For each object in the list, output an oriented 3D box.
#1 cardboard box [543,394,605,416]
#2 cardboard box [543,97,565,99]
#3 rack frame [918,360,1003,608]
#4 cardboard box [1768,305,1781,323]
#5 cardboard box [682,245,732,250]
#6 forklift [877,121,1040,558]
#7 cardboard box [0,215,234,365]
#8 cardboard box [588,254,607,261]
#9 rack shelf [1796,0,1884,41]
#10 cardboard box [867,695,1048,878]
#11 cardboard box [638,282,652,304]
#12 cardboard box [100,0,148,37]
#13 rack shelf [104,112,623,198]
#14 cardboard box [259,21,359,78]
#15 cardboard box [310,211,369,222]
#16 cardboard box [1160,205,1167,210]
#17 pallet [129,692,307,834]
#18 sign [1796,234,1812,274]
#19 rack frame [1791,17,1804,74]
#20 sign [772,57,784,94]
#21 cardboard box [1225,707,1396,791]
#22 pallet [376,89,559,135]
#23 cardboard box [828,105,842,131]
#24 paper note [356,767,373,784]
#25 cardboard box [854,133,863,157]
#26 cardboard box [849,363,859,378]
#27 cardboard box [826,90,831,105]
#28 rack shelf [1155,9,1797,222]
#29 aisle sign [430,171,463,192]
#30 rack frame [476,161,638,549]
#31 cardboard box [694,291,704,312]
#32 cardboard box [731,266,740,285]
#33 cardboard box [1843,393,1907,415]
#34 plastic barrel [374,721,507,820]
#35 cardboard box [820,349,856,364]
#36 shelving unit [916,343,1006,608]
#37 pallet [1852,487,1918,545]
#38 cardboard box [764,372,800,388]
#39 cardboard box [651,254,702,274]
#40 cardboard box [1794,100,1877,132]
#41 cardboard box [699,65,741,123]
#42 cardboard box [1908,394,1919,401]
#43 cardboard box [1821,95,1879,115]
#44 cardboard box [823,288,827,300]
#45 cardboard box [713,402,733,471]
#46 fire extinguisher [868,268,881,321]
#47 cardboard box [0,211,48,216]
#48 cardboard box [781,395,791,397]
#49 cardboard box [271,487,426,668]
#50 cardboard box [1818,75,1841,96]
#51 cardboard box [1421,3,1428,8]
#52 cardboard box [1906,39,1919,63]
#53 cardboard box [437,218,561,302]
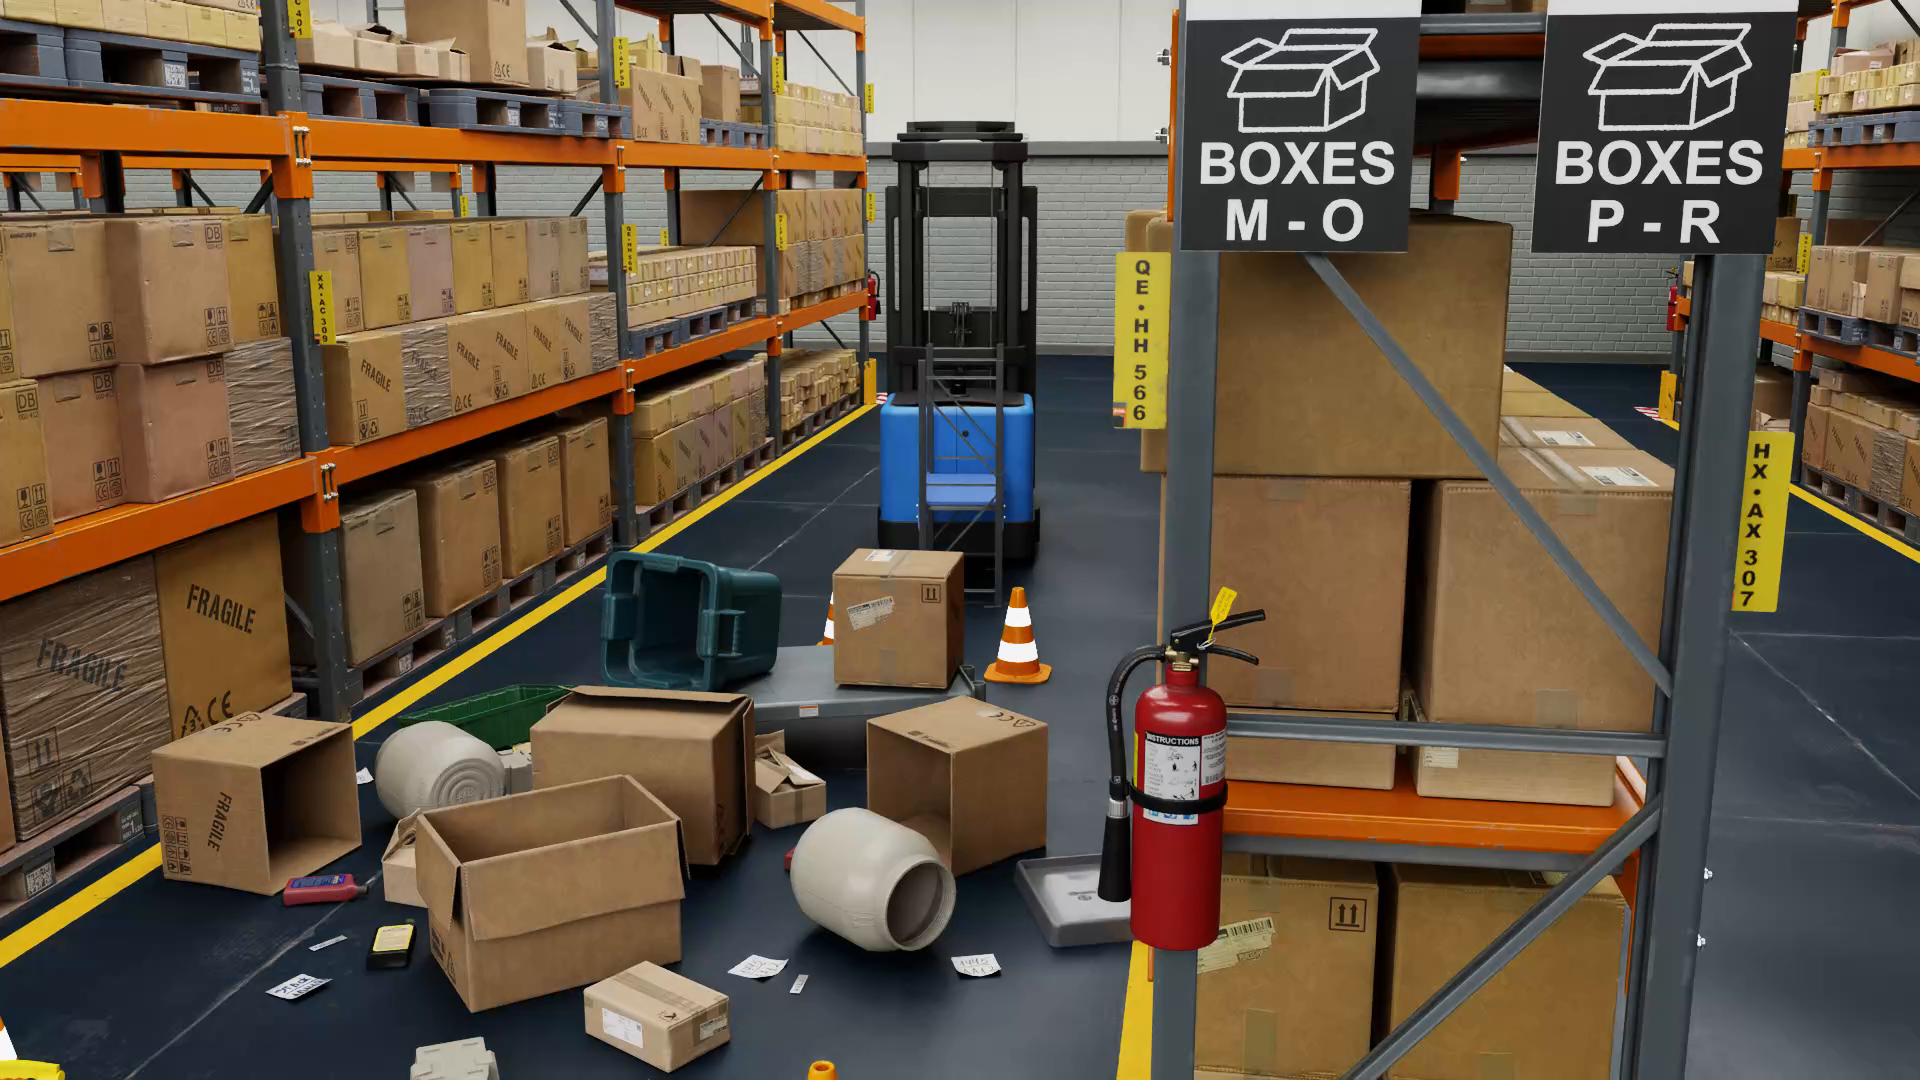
[{"bbox_3d":[-2.948,-0.931,12.351,0.500,0.250,0.500,2,12,7],"label":"cardboard box"},{"bbox_3d":[-2.958,-3.073,11.774,0.500,0.500,0.500,2,12,9],"label":"cardboard box"},{"bbox_3d":[0.005,-0.324,9.938,0.500,1.500,0.032,0,12,2],"label":"rack frame"},{"bbox_3d":[7.467,-2.025,14.868,0.380,0.149,0.250,2,12,10],"label":"cardboard box"},{"bbox_3d":[-2.384,-2.567,15.843,0.500,0.500,0.500,2,12,9],"label":"cardboard box"},{"bbox_3d":[0.016,-1.565,12.300,1.130,2.935,3.031,0,12,1],"label":"forklift"},{"bbox_3d":[-3.470,-1.005,6.618,0.875,0.550,0.550,2,12,9],"label":"cardboard box"},{"bbox_3d":[-2.971,-2.190,13.222,0.380,0.149,0.250,2,12,11],"label":"cardboard box"},{"bbox_3d":[7.940,-4.960,15.362,1.077,0.370,4.000,2,12,9],"label":"rack shelf"},{"bbox_3d":[-0.012,0.941,6.434,0.500,0.500,0.500,-10,16,-40],"label":"cardboard box"},{"bbox_3d":[-2.482,-1.809,12.161,0.380,0.149,0.250,2,12,11],"label":"cardboard box"},{"bbox_3d":[-3.266,-1.950,6.163,0.380,0.149,0.250,2,12,9],"label":"cardboard box"},{"bbox_3d":[-3.102,-2.129,9.339,1.077,0.370,4.000,2,12,9],"label":"rack shelf"},{"bbox_3d":[-3.437,-2.509,8.518,0.500,0.250,0.500,2,12,8],"label":"cardboard box"},{"bbox_3d":[-6.941,-3.413,18.580,0.500,0.500,0.500,2,12,7],"label":"cardboard box"},{"bbox_3d":[1.011,-0.848,5.490,0.700,0.500,0.500,2,12,7],"label":"cardboard box"},{"bbox_3d":[-3.604,0.921,7.219,1.003,0.211,1.213,2,12,9],"label":"pallet"},{"bbox_3d":[7.095,-2.403,13.969,0.100,0.325,0.005,2,12,9],"label":"sign"},{"bbox_3d":[8.248,-5.729,17.217,1.000,3.000,0.127,2,12,9],"label":"rack frame"},{"bbox_3d":[-1.630,-4.158,14.883,0.100,0.325,0.005,2,12,9],"label":"sign"},{"bbox_3d":[0.728,0.412,3.557,0.380,0.149,0.250,2,12,11],"label":"cardboard box"},{"bbox_3d":[-3.010,-2.436,9.505,1.003,0.211,1.213,2,12,11],"label":"pallet"},{"bbox_3d":[-1.542,-4.416,17.414,0.500,0.250,0.500,2,12,9],"label":"cardboard box"},{"bbox_3d":[-2.618,1.023,7.175,0.147,0.020,0.142,-7,14,-30],"label":"paper note"},{"bbox_3d":[-1.373,-4.386,18.459,0.500,0.250,0.500,2,12,7],"label":"cardboard box"},{"bbox_3d":[-1.363,-1.934,18.911,0.380,0.149,0.250,2,12,7],"label":"cardboard box"},{"bbox_3d":[-1.553,-4.584,17.246,0.380,0.149,0.250,2,12,10],"label":"cardboard box"},{"bbox_3d":[1.190,-1.157,4.829,1.077,0.370,4.000,2,12,9],"label":"rack shelf"},{"bbox_3d":[-6.142,-4.554,19.832,0.394,0.787,0.004,2,12,9],"label":"aisle sign"},{"bbox_3d":[-2.794,-1.431,11.511,1.000,3.000,0.127,2,12,9],"label":"rack frame"},{"bbox_3d":[-2.283,-1.930,13.427,0.380,0.149,0.250,1,12,7],"label":"cardboard box"},{"bbox_3d":[-2.126,-2.295,14.418,0.380,0.149,0.250,2,12,11],"label":"cardboard box"},{"bbox_3d":[7.320,-1.084,13.301,0.380,0.149,0.250,1,12,6],"label":"cardboard box"},{"bbox_3d":[-2.068,0.947,6.593,0.421,0.421,0.512,-10,16,-40],"label":"plastic barrel"},{"bbox_3d":[-1.395,-2.080,18.883,0.380,0.149,0.250,2,12,9],"label":"cardboard box"},{"bbox_3d":[0.019,-0.431,10.435,0.538,1.500,1.048,0,12,2],"label":"shelving unit"},{"bbox_3d":[7.360,-0.175,12.306,1.003,0.211,1.213,2,12,9],"label":"pallet"},{"bbox_3d":[-1.813,-1.595,16.634,0.380,0.149,0.250,2,12,7],"label":"cardboard box"},{"bbox_3d":[-2.289,-2.219,13.358,0.380,0.149,0.250,2,12,8],"label":"cardboard box"},{"bbox_3d":[7.459,-3.611,14.158,0.500,0.250,0.500,2,12,9],"label":"cardboard box"},{"bbox_3d":[-2.346,-3.908,14.655,0.700,0.500,0.500,2,12,9],"label":"cardboard box"},{"bbox_3d":[7.797,-1.072,13.247,0.380,0.149,0.250,2,12,9],"label":"cardboard box"},{"bbox_3d":[7.194,-3.512,13.413,0.380,0.149,0.250,2,12,10],"label":"cardboard box"},{"bbox_3d":[-1.620,-2.631,17.677,0.380,0.149,0.250,1,12,6],"label":"cardboard box"},{"bbox_3d":[-2.207,-0.871,13.851,0.500,0.500,0.500,2,12,7],"label":"cardboard box"},{"bbox_3d":[-1.069,-2.913,19.460,0.296,0.674,0.183,2,12,9],"label":"fire extinguisher"},{"bbox_3d":[-7.551,-2.303,12.942,0.797,0.503,0.637,2,12,11],"label":"cardboard box"},{"bbox_3d":[-1.857,-1.341,16.160,0.380,0.149,0.250,2,12,9],"label":"cardboard box"},{"bbox_3d":[-3.403,0.164,8.453,1.050,0.750,0.750,2,12,8],"label":"cardboard box"},{"bbox_3d":[7.153,-3.659,13.387,0.380,0.149,0.250,2,12,10],"label":"cardboard box"},{"bbox_3d":[1.365,-1.473,4.239,0.500,0.250,0.500,2,12,10],"label":"cardboard box"},{"bbox_3d":[7.645,-3.787,13.000,0.396,0.266,0.258,2,12,9],"label":"cardboard box"},{"bbox_3d":[-2.950,-1.770,10.474,0.700,0.500,0.500,2,12,8],"label":"cardboard box"}]
